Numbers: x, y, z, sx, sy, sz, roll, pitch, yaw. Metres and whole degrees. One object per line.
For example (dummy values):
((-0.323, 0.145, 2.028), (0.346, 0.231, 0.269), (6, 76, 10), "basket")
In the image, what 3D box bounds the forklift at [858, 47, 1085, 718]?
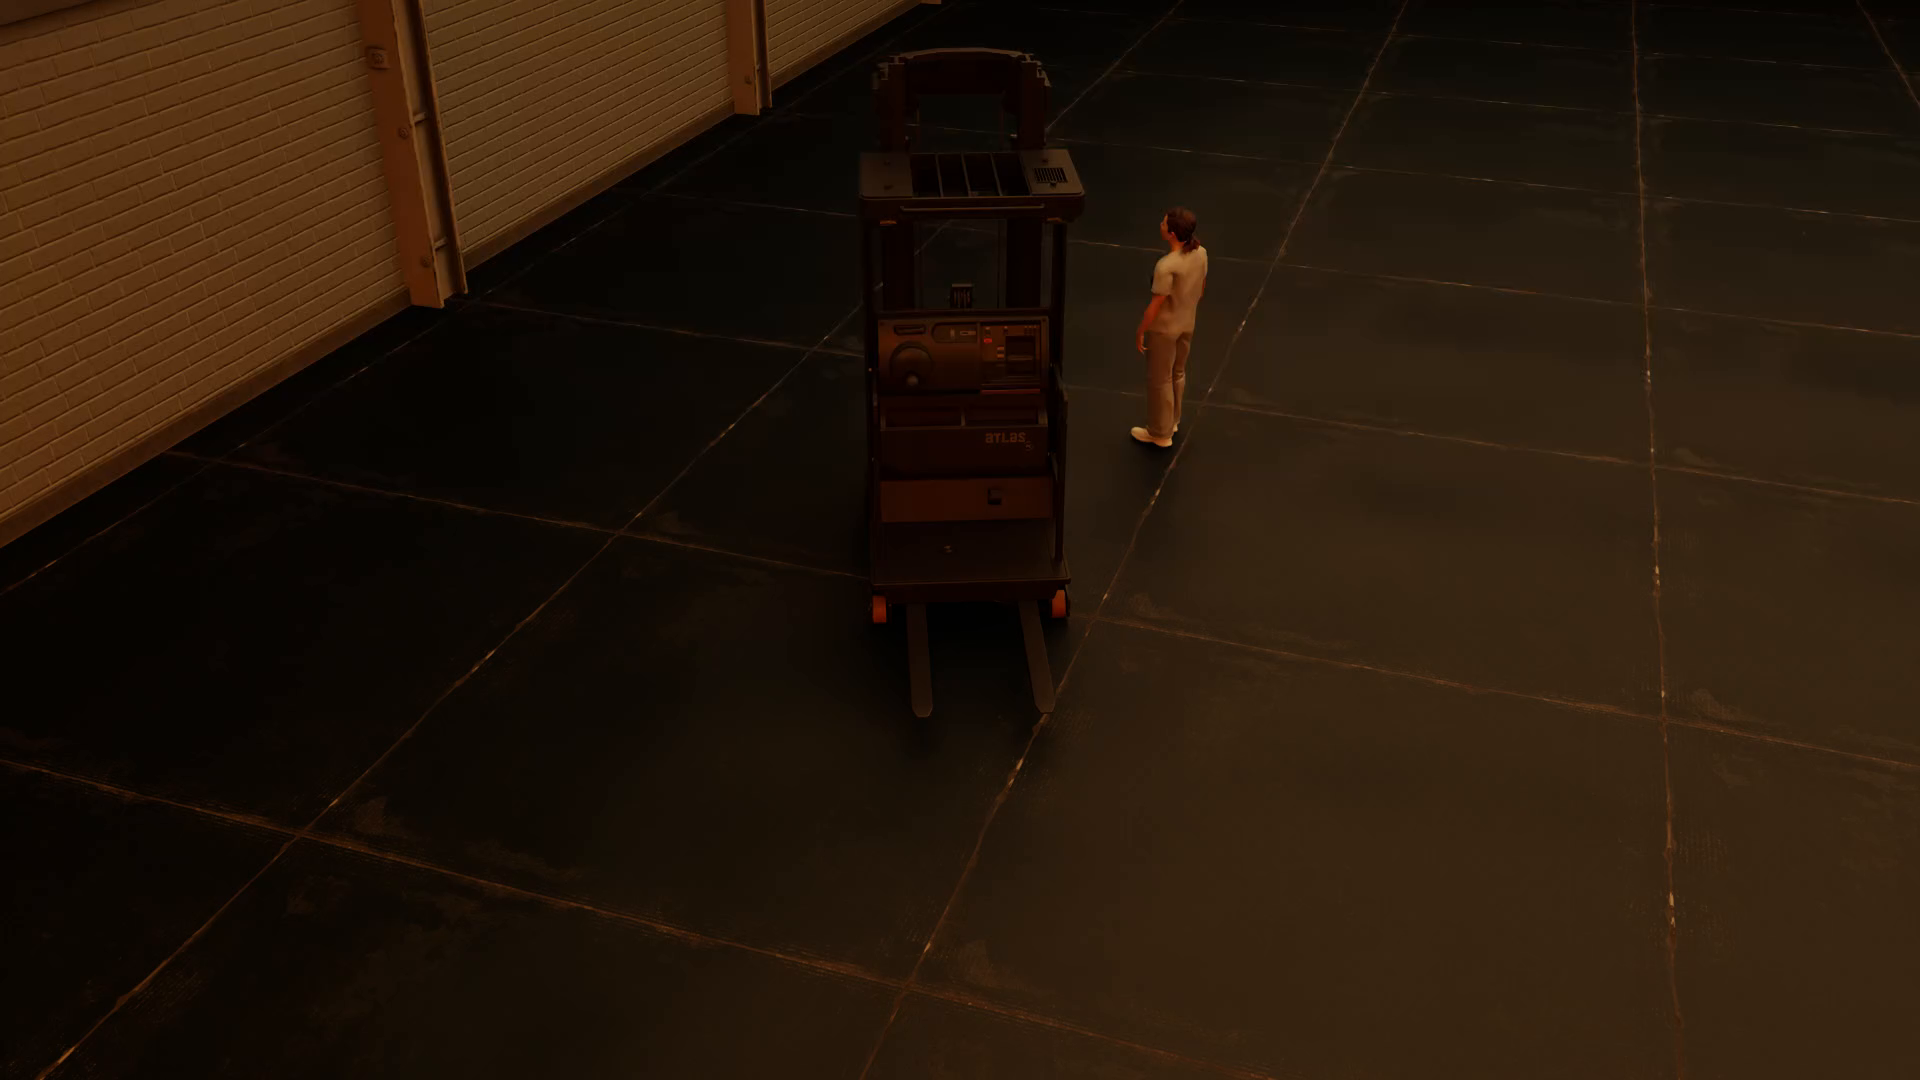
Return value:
((0.035, -0.972, 8.842), (1.130, 2.935, 3.031), (-2, 30, -3), "forklift")

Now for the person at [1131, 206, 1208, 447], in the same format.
((1.321, -1.404, 10.852), (0.551, 1.673, 0.548), (-25, 38, -36), "person")
